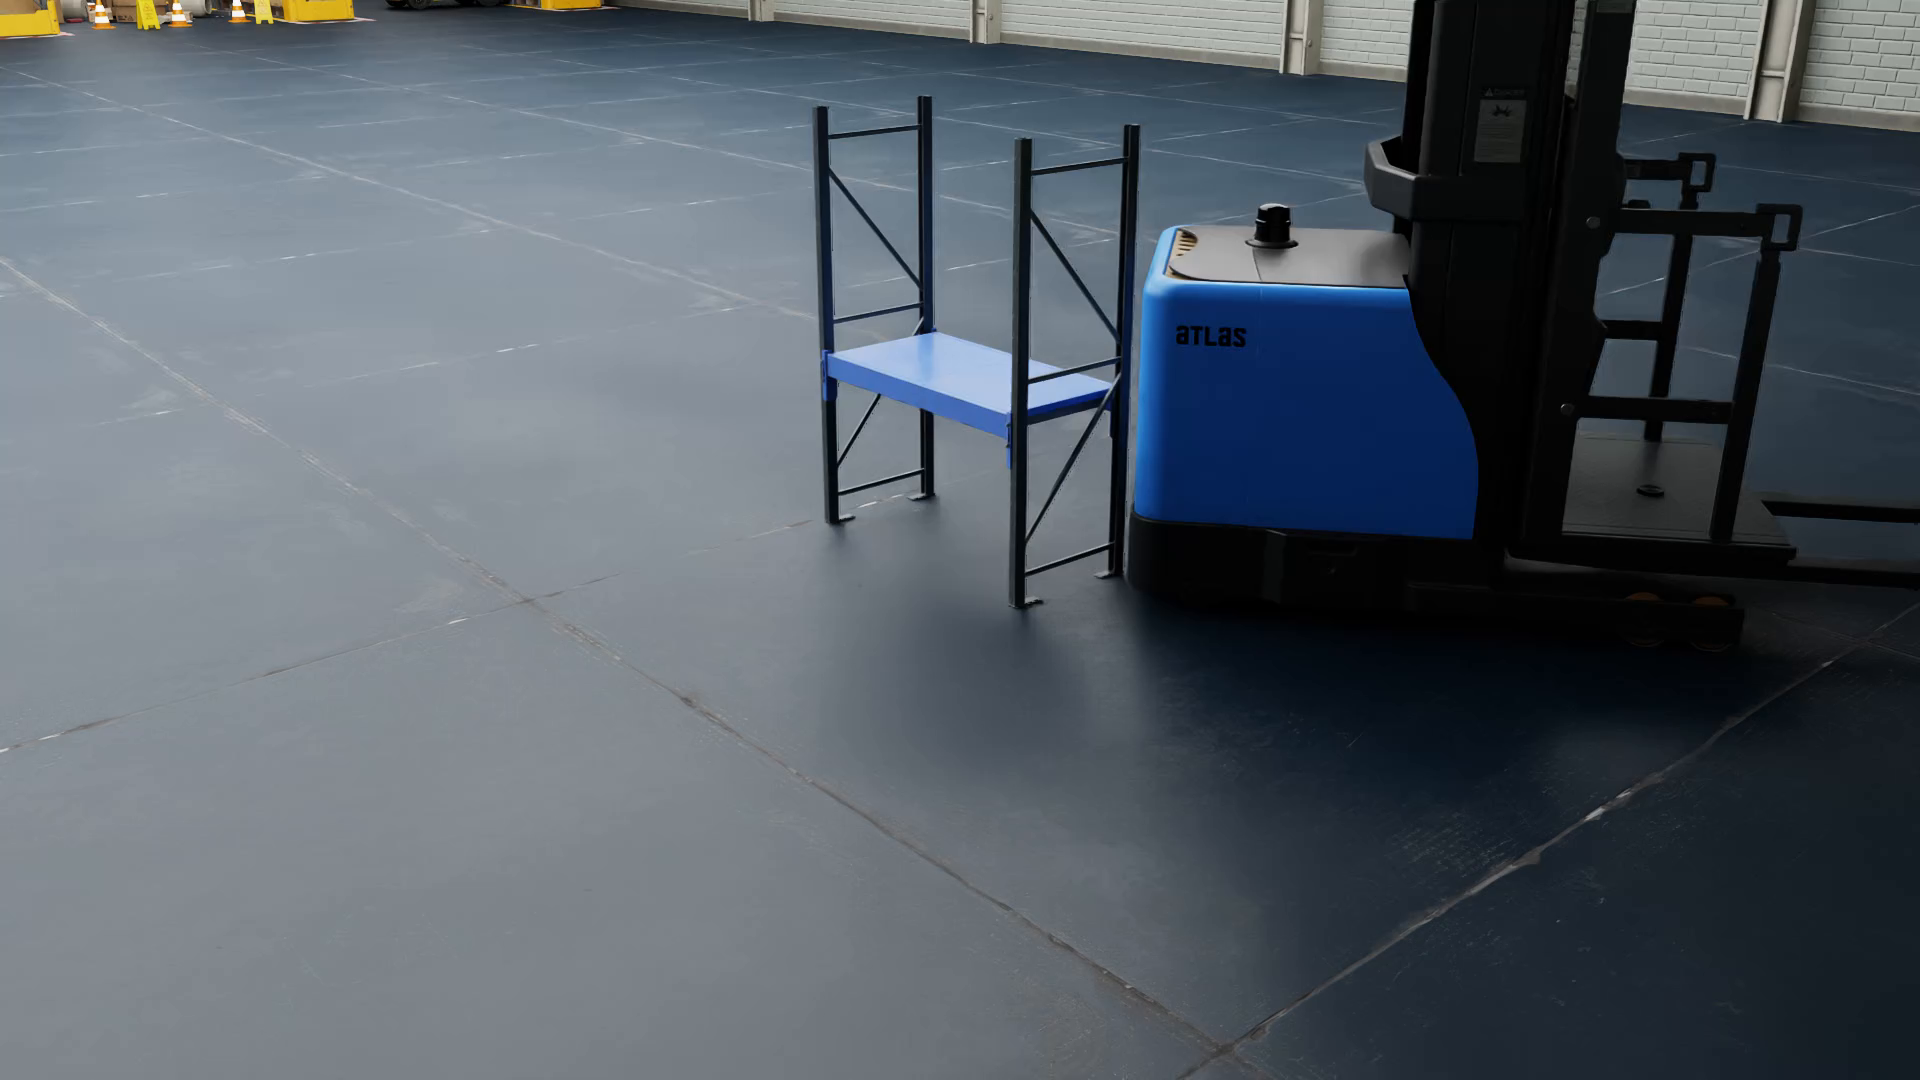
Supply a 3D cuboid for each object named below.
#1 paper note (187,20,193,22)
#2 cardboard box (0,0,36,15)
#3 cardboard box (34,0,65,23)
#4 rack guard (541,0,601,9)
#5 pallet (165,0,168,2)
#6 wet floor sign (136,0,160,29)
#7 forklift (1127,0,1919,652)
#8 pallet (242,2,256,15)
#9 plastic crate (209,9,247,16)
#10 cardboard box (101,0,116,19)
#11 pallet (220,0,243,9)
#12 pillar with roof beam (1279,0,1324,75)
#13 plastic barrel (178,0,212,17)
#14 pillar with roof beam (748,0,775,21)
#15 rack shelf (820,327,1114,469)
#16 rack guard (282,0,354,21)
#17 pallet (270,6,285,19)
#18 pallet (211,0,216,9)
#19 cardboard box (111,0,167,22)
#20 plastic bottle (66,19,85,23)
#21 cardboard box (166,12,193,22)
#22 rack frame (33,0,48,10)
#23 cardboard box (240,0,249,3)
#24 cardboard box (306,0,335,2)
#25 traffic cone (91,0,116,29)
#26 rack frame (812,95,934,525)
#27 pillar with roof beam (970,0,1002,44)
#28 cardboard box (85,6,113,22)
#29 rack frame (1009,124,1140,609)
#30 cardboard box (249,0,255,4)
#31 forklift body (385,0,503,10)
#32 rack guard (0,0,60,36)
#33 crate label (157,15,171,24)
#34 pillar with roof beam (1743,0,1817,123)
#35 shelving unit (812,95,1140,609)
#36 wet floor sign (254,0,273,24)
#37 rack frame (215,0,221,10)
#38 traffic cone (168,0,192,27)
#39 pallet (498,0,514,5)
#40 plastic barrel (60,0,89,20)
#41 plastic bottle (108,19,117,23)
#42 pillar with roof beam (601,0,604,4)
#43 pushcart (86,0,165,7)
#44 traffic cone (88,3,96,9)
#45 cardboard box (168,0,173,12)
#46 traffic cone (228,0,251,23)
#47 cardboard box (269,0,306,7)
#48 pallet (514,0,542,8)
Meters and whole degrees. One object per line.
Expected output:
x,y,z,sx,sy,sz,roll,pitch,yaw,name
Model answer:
-13.553,-9.118,29.221,0.142,0.019,0.148,12,24,27,paper note
-15.605,-8.884,26.892,0.875,0.875,0.875,-17,27,-37,cardboard box
-15.932,-9.264,28.949,0.500,0.500,0.500,-12,25,-28,cardboard box
-7.655,-10.725,32.681,1.175,0.500,0.348,-17,27,-37,rack guard
-16.141,-11.409,34.822,1.003,0.211,1.213,-17,27,-37,pallet
-13.593,-8.874,27.755,0.232,0.644,0.267,17,27,36,wet floor sign
2.115,-1.230,5.106,3.031,2.935,1.130,4,22,9,forklift
-12.773,-10.005,31.240,1.003,0.211,1.213,-17,27,-37,pallet
-13.636,-9.830,30.971,0.583,0.080,0.402,12,24,27,plastic crate
-15.109,-9.753,30.008,0.797,0.637,0.503,-17,27,-37,cardboard box
-13.574,-10.343,32.101,1.003,0.211,1.213,-17,27,-37,pallet
1.046,-9.098,16.873,9.100,9.000,0.400,-17,27,-37,pillar with roof beam
-13.923,-9.724,30.229,0.512,0.421,0.421,0,21,-1,plastic barrel
-6.787,-12.413,25.338,9.100,9.000,0.400,-17,27,-37,pillar with roof beam
0.030,-0.510,5.722,0.538,0.185,1.000,-17,27,-37,rack shelf
-11.478,-9.570,29.732,1.175,0.500,0.348,-17,27,-37,rack guard
-11.981,-9.668,30.379,1.003,0.211,1.213,-17,27,-37,pallet
-14.549,-10.734,33.101,1.003,0.211,1.213,-17,27,-37,pallet
-14.493,-9.433,29.378,0.637,0.503,0.797,3,22,9,cardboard box
-15.470,-9.085,29.095,0.133,0.061,0.283,12,24,27,plastic bottle
-13.814,-9.267,29.439,0.380,0.149,0.250,-4,22,-10,cardboard box
-15.112,-9.507,26.143,1.000,3.000,0.127,-17,27,-37,rack frame
-13.153,-10.215,31.147,0.500,0.250,0.500,-18,28,-38,cardboard box
-11.745,-9.917,30.385,0.500,0.250,0.500,-18,28,-38,cardboard box
-14.383,-8.810,27.843,0.336,0.463,0.334,-17,27,-37,traffic cone
-0.300,-0.818,6.017,0.500,1.500,0.032,-17,27,-37,rack frame
-2.870,-10.756,21.106,9.100,9.000,0.400,-17,27,-37,pillar with roof beam
-15.206,-9.302,29.370,0.396,0.266,0.258,-12,25,-28,cardboard box
0.359,-0.536,5.296,0.500,1.500,0.032,-17,27,-37,rack frame
-12.838,-10.076,30.790,0.500,0.250,0.500,-19,28,-39,cardboard box
-10.290,-11.590,32.626,2.313,2.155,1.214,-17,27,-37,forklift body
-15.097,-8.336,26.582,1.175,0.500,0.348,-17,27,-37,rack guard
-13.865,-9.036,28.866,0.298,0.136,0.250,7,23,18,crate label
4.963,-7.440,12.641,9.100,9.000,0.400,-17,27,-37,pillar with roof beam
0.030,-0.677,5.656,0.538,1.500,1.048,-17,27,-37,shelving unit
-12.115,-9.309,28.868,0.267,0.644,0.232,-8,23,-19,wet floor sign
-14.039,-11.818,32.044,1.000,3.000,0.127,-17,27,-37,rack frame
-13.305,-8.985,28.290,0.336,0.463,0.334,-17,27,-37,traffic cone
-8.993,-11.135,34.125,1.003,0.211,1.213,-17,27,-37,pallet
-15.821,-9.464,29.566,0.512,0.421,0.421,0,21,-1,plastic barrel
-14.899,-9.088,29.104,0.283,0.061,0.133,12,24,27,plastic bottle
-10.703,-14.071,29.571,9.100,9.000,0.400,-17,27,-37,pillar with roof beam
-15.734,-10.040,31.102,0.936,0.377,1.648,12,24,27,pushcart
-16.856,-10.488,32.128,0.336,0.463,0.334,-17,27,-37,traffic cone
-14.371,-10.035,30.917,0.500,0.500,0.500,0,21,-1,cardboard box
-12.686,-9.343,29.205,0.336,0.463,0.334,-17,27,-37,traffic cone
-12.175,-9.794,30.071,0.500,0.250,0.500,-18,27,-38,cardboard box
-8.201,-10.799,33.265,1.003,0.211,1.213,-17,27,-37,pallet
